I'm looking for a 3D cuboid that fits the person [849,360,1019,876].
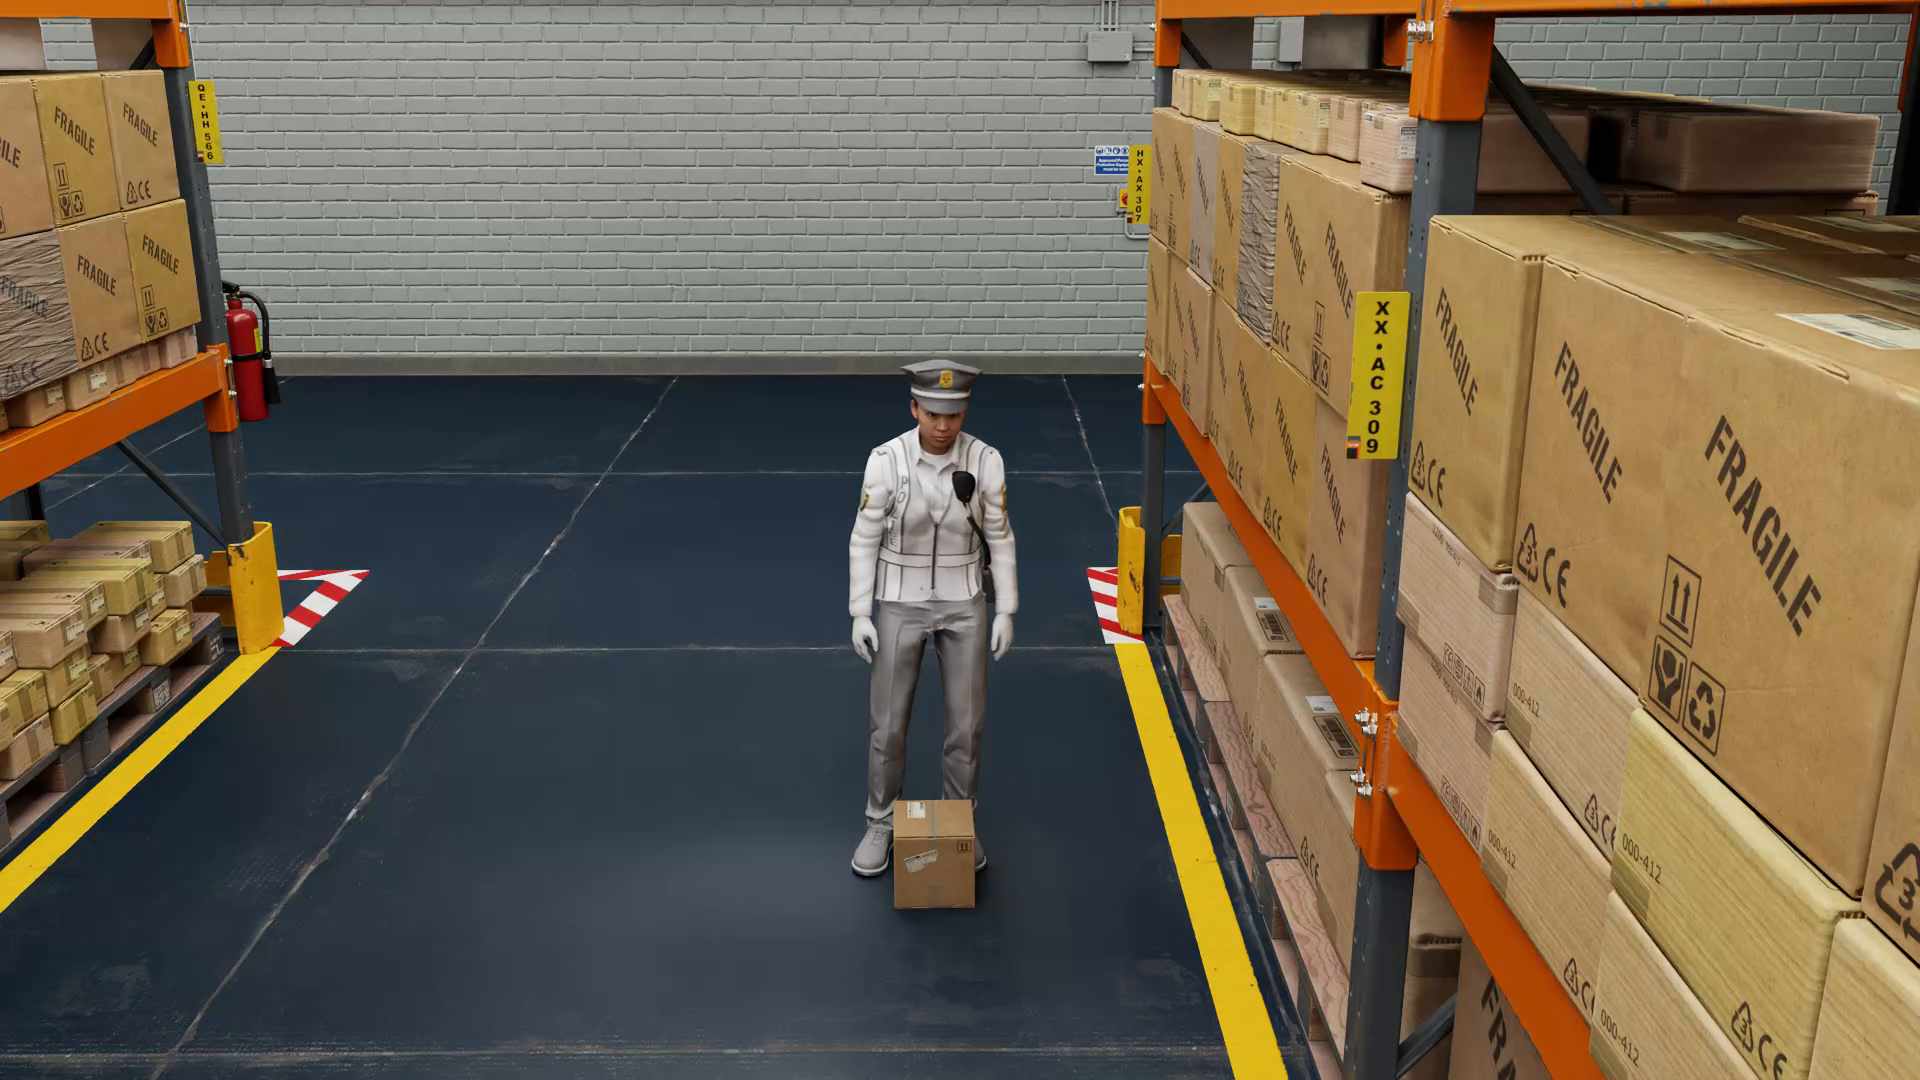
[{"bbox_3d":[-0.086,0.242,5.261,0.546,1.663,0.375,-1,17,-4],"label":"person"}]
